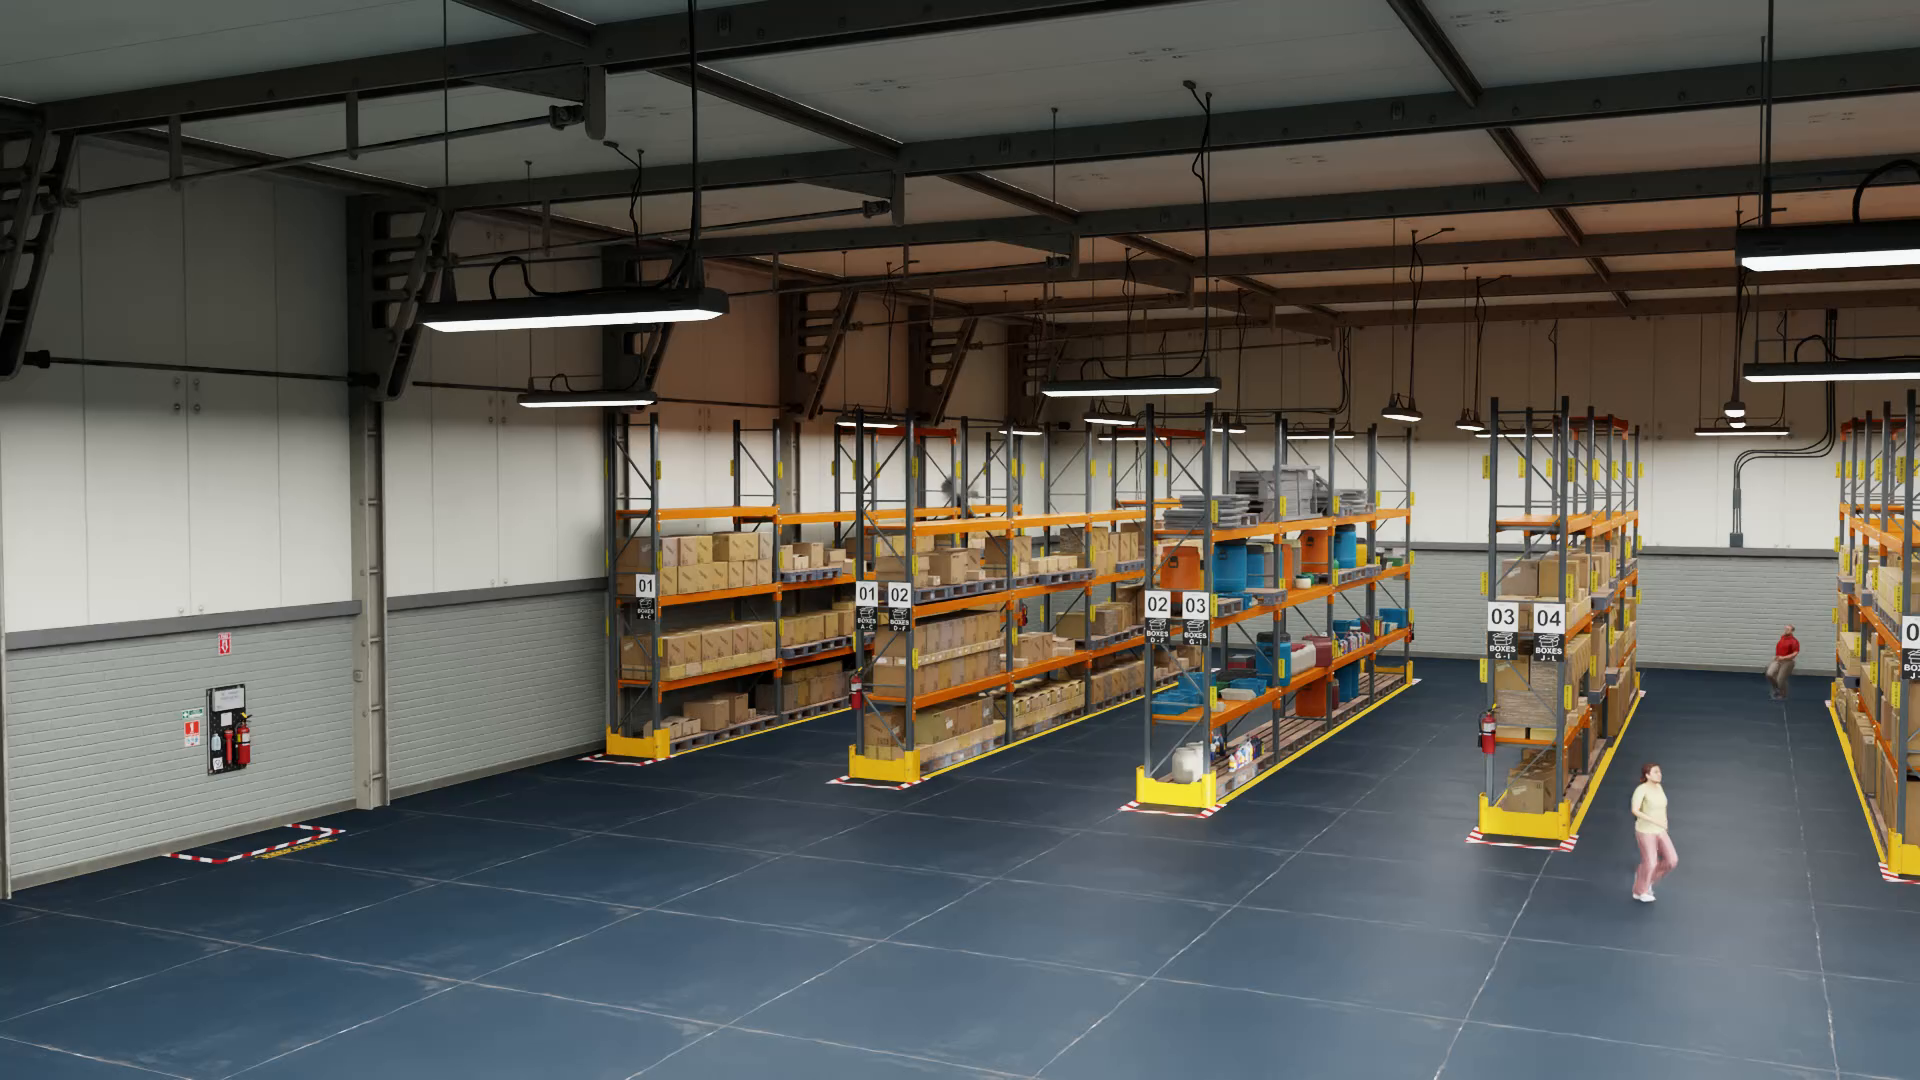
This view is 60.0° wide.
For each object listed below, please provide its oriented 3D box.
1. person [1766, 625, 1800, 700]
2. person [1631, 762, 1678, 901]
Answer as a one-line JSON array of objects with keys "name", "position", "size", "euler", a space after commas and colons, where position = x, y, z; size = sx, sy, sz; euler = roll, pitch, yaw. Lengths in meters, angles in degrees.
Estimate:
[{"name": "person", "position": [17.759, 2.656, 35.870], "size": [0.613, 1.655, 0.678], "euler": [-1, 3, -20]}, {"name": "person", "position": [8.005, 3.366, 19.166], "size": [0.617, 1.624, 0.550], "euler": [-1, 3, -27]}]
